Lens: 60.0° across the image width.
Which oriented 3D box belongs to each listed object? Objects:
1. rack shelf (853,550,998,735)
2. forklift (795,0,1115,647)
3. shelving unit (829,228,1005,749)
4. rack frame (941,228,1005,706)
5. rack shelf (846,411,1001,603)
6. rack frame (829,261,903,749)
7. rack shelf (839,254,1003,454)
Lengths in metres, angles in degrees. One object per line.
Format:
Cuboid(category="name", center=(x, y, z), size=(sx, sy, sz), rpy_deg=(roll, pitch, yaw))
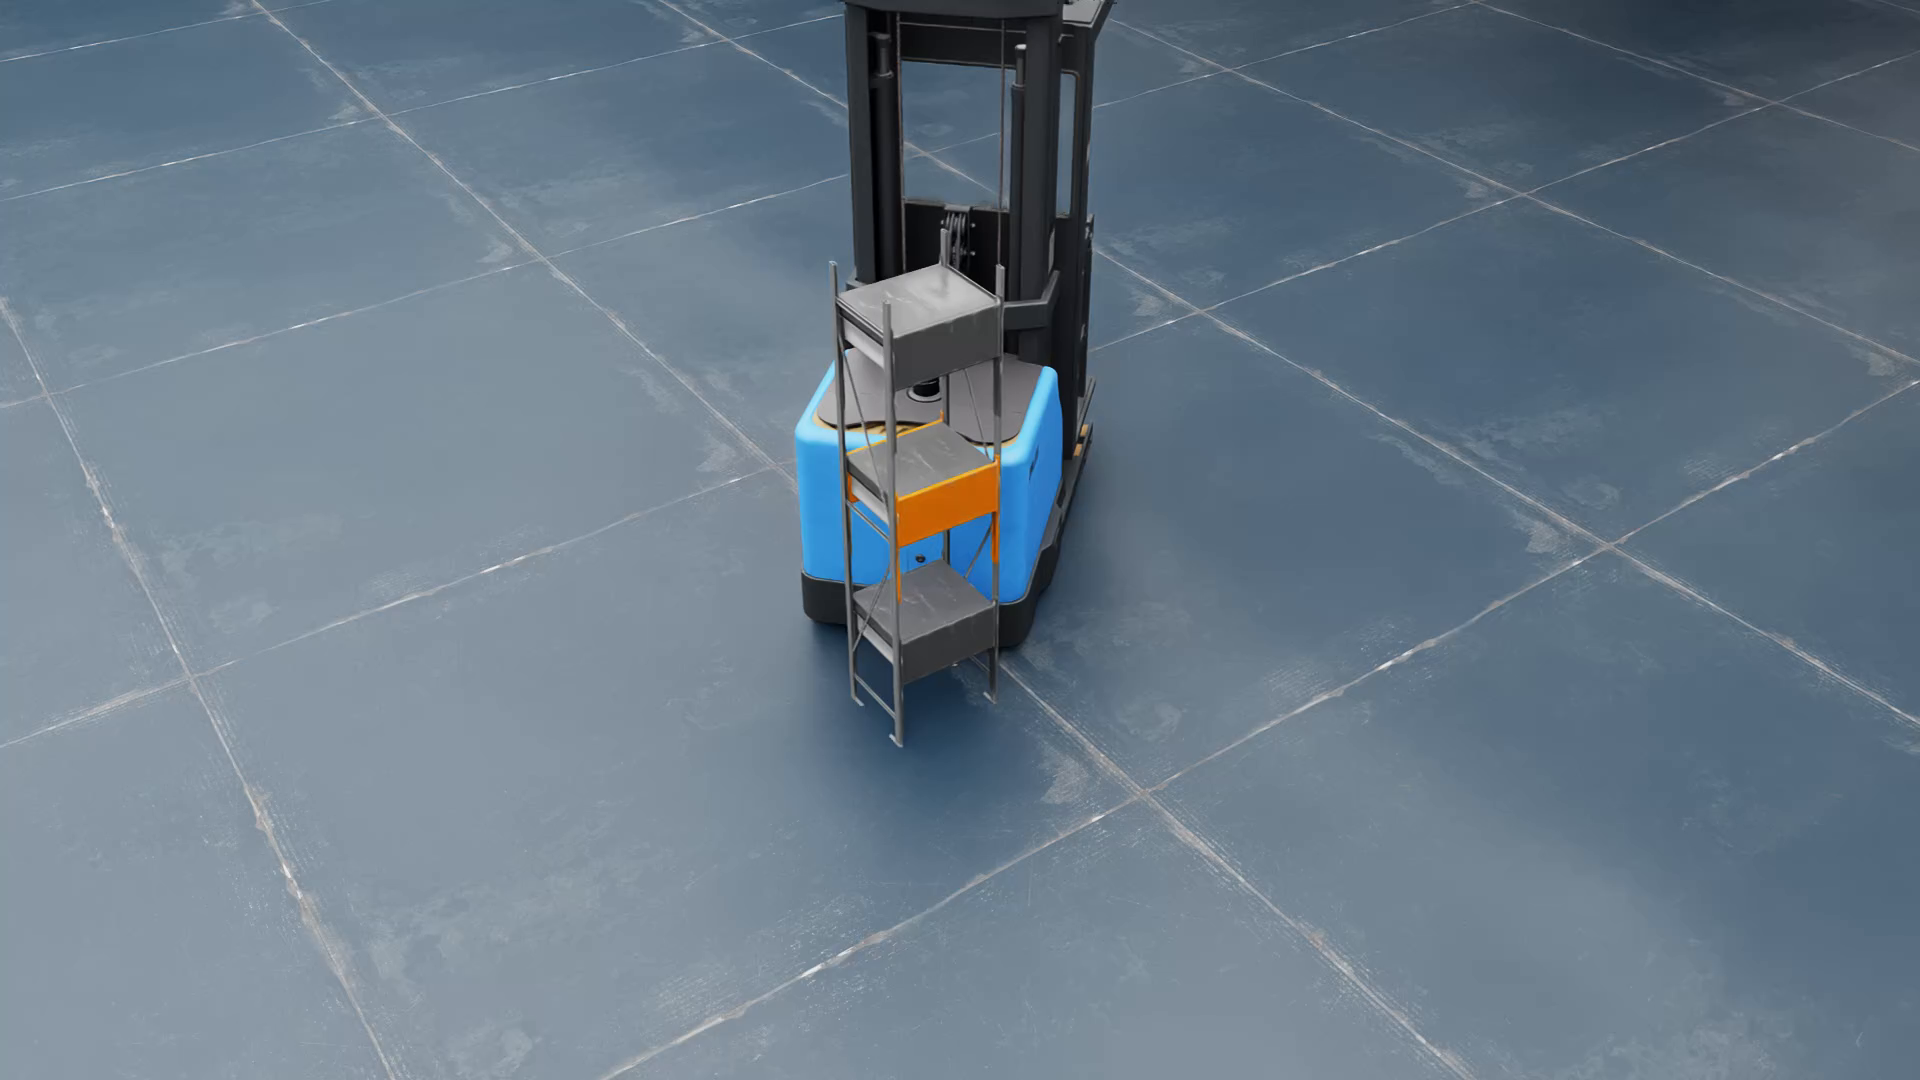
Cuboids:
Cuboid(category="rack shelf", center=(-0.158, 0.431, 7.075), size=(0.480, 0.518, 0.431), rpy_deg=(-22, 41, -27))
Cuboid(category="forklift", center=(0.094, -1.570, 7.922), size=(1.130, 2.935, 3.031), rpy_deg=(7, 36, 10))
Cuboid(category="shelving unit", center=(-0.158, -0.149, 6.659), size=(0.503, 2.100, 0.431), rpy_deg=(-22, 41, -27))
Cuboid(category="rack frame", center=(0.044, -0.229, 6.770), size=(0.015, 2.100, 0.400), rpy_deg=(-22, 41, -27))
Cuboid(category="rack shelf", center=(-0.158, -0.138, 6.667), size=(0.480, 0.518, 0.431), rpy_deg=(-22, 41, -27))
Cuboid(category="rack frame", center=(-0.360, -0.069, 6.547), size=(0.015, 2.100, 0.400), rpy_deg=(-22, 41, -27))
Cuboid(category="rack shelf", center=(-0.158, -0.706, 6.258), size=(0.480, 0.518, 0.431), rpy_deg=(-22, 41, -27))
